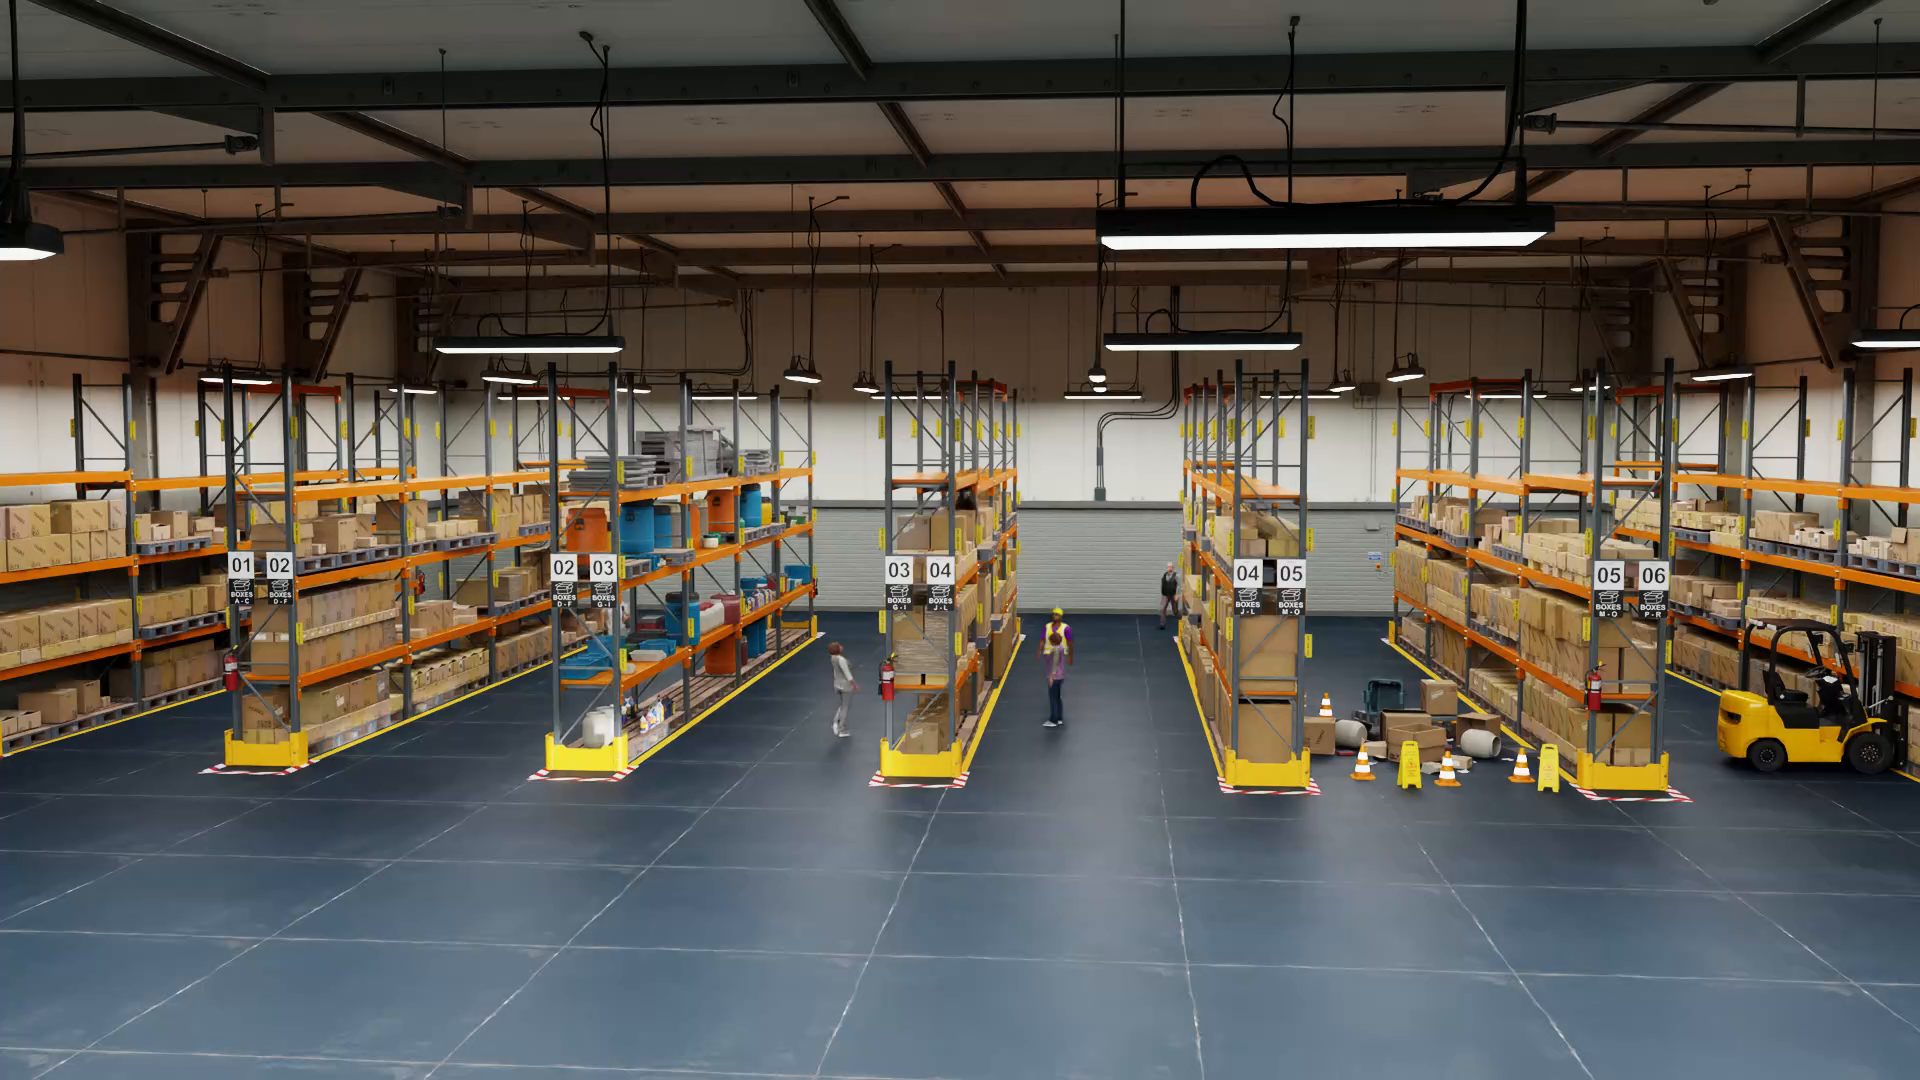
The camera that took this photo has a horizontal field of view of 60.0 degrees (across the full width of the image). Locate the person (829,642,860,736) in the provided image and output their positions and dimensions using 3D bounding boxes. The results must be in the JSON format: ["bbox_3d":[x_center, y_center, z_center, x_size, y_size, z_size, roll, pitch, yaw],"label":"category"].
[{"bbox_3d":[-1.877,2.425,27.081,0.469,1.562,0.439,3,5,40],"label":"person"}]

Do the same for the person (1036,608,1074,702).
[{"bbox_3d":[1.757,2.126,30.701,0.671,1.726,1.007,1,4,9],"label":"person"}]

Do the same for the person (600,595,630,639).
[{"bbox_3d":[-7.233,1.868,34.779,0.654,1.620,1.007,0,4,5],"label":"person"}]

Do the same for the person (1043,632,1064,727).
[{"bbox_3d":[1.589,2.356,28.168,0.345,1.604,0.449,1,4,12],"label":"person"}]

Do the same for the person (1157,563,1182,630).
[{"bbox_3d":[5.300,1.411,41.928,0.573,1.681,1.000,2,4,28],"label":"person"}]
